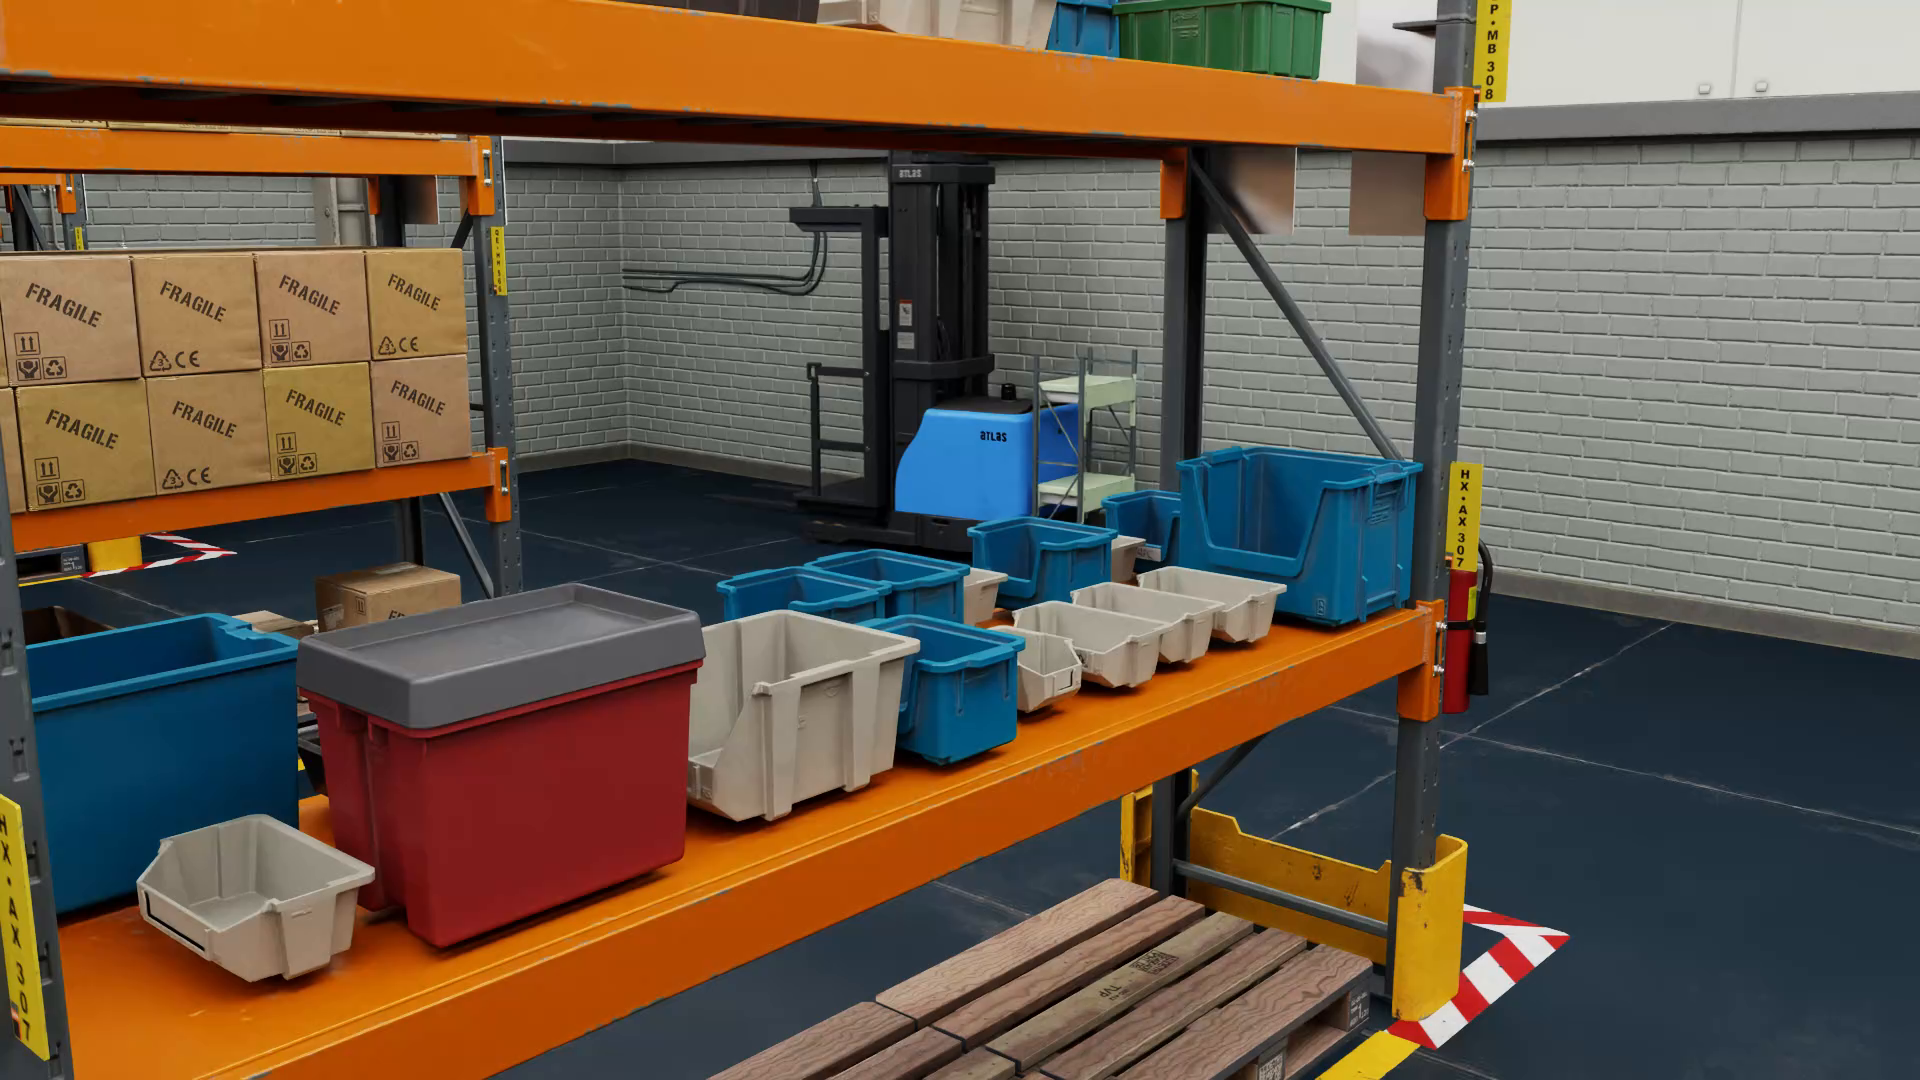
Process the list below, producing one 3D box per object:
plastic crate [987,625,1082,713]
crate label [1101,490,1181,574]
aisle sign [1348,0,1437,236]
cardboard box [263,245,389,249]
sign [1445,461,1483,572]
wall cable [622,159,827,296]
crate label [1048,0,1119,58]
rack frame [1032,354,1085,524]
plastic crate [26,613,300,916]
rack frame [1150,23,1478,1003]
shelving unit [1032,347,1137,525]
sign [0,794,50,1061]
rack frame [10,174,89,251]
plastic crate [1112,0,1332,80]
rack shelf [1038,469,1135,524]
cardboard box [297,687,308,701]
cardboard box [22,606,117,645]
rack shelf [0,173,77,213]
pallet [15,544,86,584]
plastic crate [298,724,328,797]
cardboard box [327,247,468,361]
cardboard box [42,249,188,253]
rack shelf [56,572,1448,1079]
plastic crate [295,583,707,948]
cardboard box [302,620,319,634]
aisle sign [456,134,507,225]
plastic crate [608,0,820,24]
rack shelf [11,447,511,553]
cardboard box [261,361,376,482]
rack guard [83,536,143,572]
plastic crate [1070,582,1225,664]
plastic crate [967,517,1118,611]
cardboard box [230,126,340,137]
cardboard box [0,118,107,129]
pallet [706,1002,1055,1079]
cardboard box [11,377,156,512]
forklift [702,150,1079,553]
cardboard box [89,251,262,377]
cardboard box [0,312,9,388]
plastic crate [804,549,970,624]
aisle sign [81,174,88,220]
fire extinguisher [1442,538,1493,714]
[{"bbox_3d":[0.135,0.316,3.992,0.298,0.136,0.250,10,15,40],"label":"plastic crate"},{"bbox_3d":[0.676,-0.012,5.387,0.416,0.233,0.303,10,15,40],"label":"crate label"},{"bbox_3d":[1.354,-1.306,4.954,0.394,0.787,0.004,10,15,40],"label":"aisle sign"},{"bbox_3d":[-3.123,-1.208,8.291,0.500,0.500,0.500,10,15,42],"label":"cardboard box"},{"bbox_3d":[1.510,-0.070,4.985,0.100,0.325,0.005,10,15,40],"label":"sign"},{"bbox_3d":[-2.354,-3.544,15.410,3.097,2.526,0.112,10,15,40],"label":"wall cable"},{"bbox_3d":[0.235,-1.363,4.596,0.408,0.251,0.502,10,15,40],"label":"crate label"},{"bbox_3d":[0.677,-0.524,11.508,0.400,1.500,0.023,8,14,34],"label":"rack frame"},{"bbox_3d":[-1.502,0.396,2.959,0.392,0.384,0.575,10,15,40],"label":"plastic crate"},{"bbox_3d":[1.086,-0.058,5.346,1.000,3.000,0.127,10,15,40],"label":"rack frame"},{"bbox_3d":[0.886,-0.583,11.803,0.431,1.500,0.755,8,14,34],"label":"shelving unit"},{"bbox_3d":[-1.142,0.466,2.015,0.100,0.325,0.005,10,15,40],"label":"sign"},{"bbox_3d":[-6.356,-1.339,11.759,1.000,3.000,0.127,10,15,40],"label":"rack frame"},{"bbox_3d":[0.650,-1.243,4.161,0.450,0.188,0.336,10,15,40],"label":"plastic crate"},{"bbox_3d":[0.886,-0.264,11.866,0.431,0.370,0.720,8,14,34],"label":"rack shelf"},{"bbox_3d":[-3.141,0.634,7.989,0.380,0.166,0.250,10,15,40],"label":"cardboard box"},{"bbox_3d":[-4.036,0.620,7.197,0.797,0.503,0.637,10,15,40],"label":"cardboard box"},{"bbox_3d":[-7.676,-2.163,10.062,1.077,0.370,4.000,10,15,40],"label":"rack shelf"},{"bbox_3d":[-6.825,0.156,11.392,1.003,0.211,1.213,10,15,40],"label":"pallet"},{"bbox_3d":[-1.017,0.436,3.419,0.437,0.125,0.590,10,15,40],"label":"plastic crate"},{"bbox_3d":[-2.719,-1.138,7.941,0.500,0.500,0.500,10,15,40],"label":"cardboard box"},{"bbox_3d":[-3.796,-1.057,7.536,0.500,0.500,0.500,10,15,41],"label":"cardboard box"},{"bbox_3d":[-0.234,0.589,3.943,1.077,0.370,4.000,10,15,40],"label":"rack shelf"},{"bbox_3d":[-0.776,0.370,2.882,0.402,0.464,0.583,10,15,40],"label":"plastic crate"},{"bbox_3d":[-3.332,0.528,8.519,0.380,0.166,0.250,10,15,40],"label":"cardboard box"},{"bbox_3d":[-2.357,-1.945,8.152,0.394,0.787,0.004,10,15,40],"label":"aisle sign"},{"bbox_3d":[-0.528,-1.024,2.856,0.497,0.269,0.590,10,15,40],"label":"plastic crate"},{"bbox_3d":[-3.952,-0.052,7.152,1.077,0.370,4.000,10,15,40],"label":"rack shelf"},{"bbox_3d":[-3.063,-0.571,7.654,0.500,0.500,0.500,10,15,41],"label":"cardboard box"},{"bbox_3d":[-6.340,-0.117,12.021,1.175,0.500,0.348,10,15,40],"label":"rack guard"},{"bbox_3d":[0.482,0.226,4.444,0.396,0.136,0.243,10,15,40],"label":"plastic crate"},{"bbox_3d":[0.241,0.085,4.902,0.416,0.233,0.300,10,15,40],"label":"plastic crate"},{"bbox_3d":[-3.111,-1.915,7.365,0.500,0.250,0.500,10,15,40],"label":"cardboard box"},{"bbox_3d":[-3.774,-1.768,6.631,0.500,0.250,0.500,10,15,40],"label":"cardboard box"},{"bbox_3d":[-0.293,1.604,4.142,1.003,0.211,1.213,10,15,40],"label":"pallet"},{"bbox_3d":[-3.729,-0.424,6.919,0.500,0.500,0.500,9,15,40],"label":"cardboard box"},{"bbox_3d":[-0.602,-1.478,12.627,3.031,2.935,1.130,7,13,30],"label":"forklift"},{"bbox_3d":[-3.391,-0.986,7.184,0.500,0.500,0.500,10,15,42],"label":"cardboard box"},{"bbox_3d":[-4.070,-0.835,6.424,0.500,0.500,0.500,9,15,39],"label":"cardboard box"},{"bbox_3d":[-0.193,0.182,4.417,0.416,0.233,0.300,10,15,40],"label":"plastic crate"},{"bbox_3d":[-6.083,-2.586,11.363,0.394,0.787,0.004,10,15,40],"label":"aisle sign"},{"bbox_3d":[1.527,0.199,5.207,0.296,0.674,0.183,10,15,40],"label":"fire extinguisher"}]
